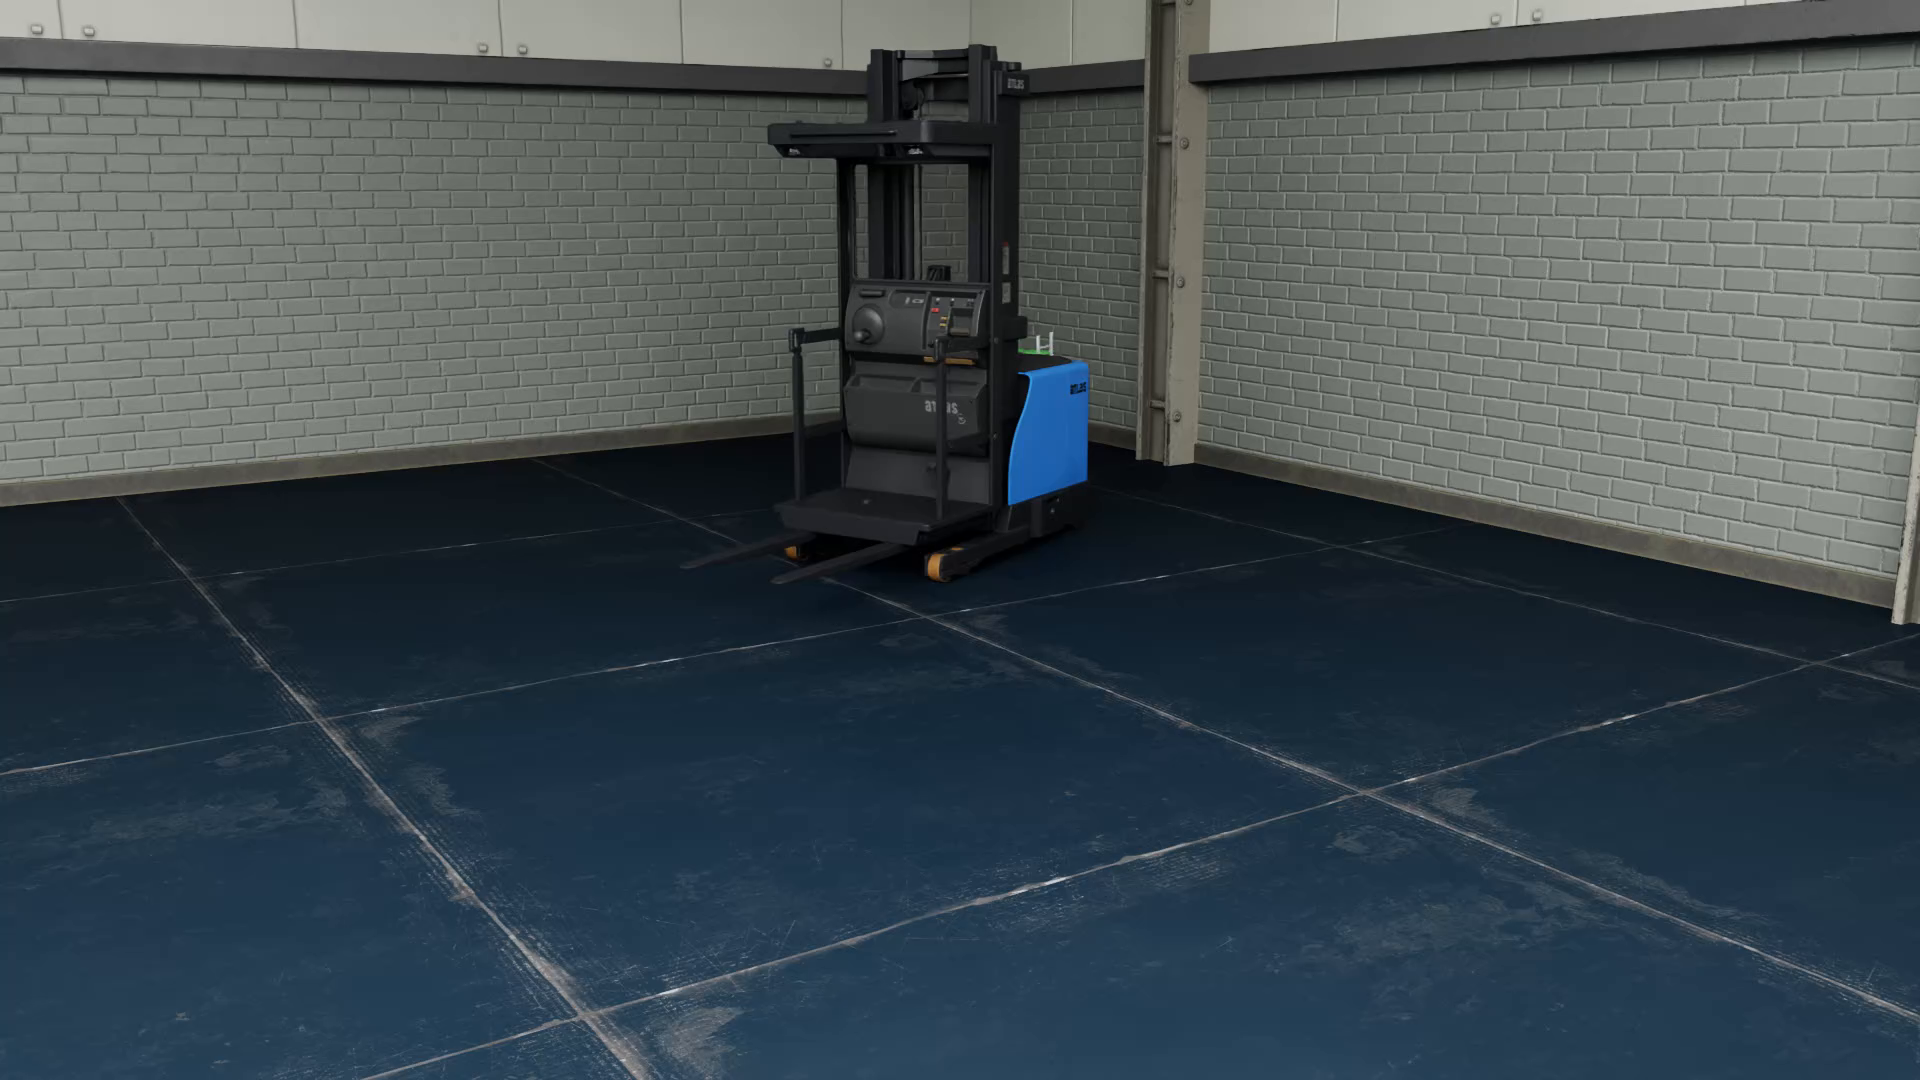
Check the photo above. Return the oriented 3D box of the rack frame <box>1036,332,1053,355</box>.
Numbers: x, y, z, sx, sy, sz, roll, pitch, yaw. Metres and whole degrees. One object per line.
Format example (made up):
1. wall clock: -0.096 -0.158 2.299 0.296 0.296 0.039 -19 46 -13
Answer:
1. rack frame: 0.559 -0.770 11.072 0.015 1.200 0.240 6 14 25

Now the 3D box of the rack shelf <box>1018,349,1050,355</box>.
1. rack shelf: 0.339 -1.199 11.088 0.480 0.148 0.258 6 14 25

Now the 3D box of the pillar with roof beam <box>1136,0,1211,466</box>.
1. pillar with roof beam: -1.942 -4.519 9.961 9.100 9.000 0.400 -8 15 -33

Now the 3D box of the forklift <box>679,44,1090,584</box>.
1. forklift: -0.378 -1.308 9.484 1.130 2.935 3.031 8 15 31

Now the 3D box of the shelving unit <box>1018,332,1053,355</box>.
1. shelving unit: 0.340 -0.793 11.177 0.503 1.200 0.258 6 14 25
